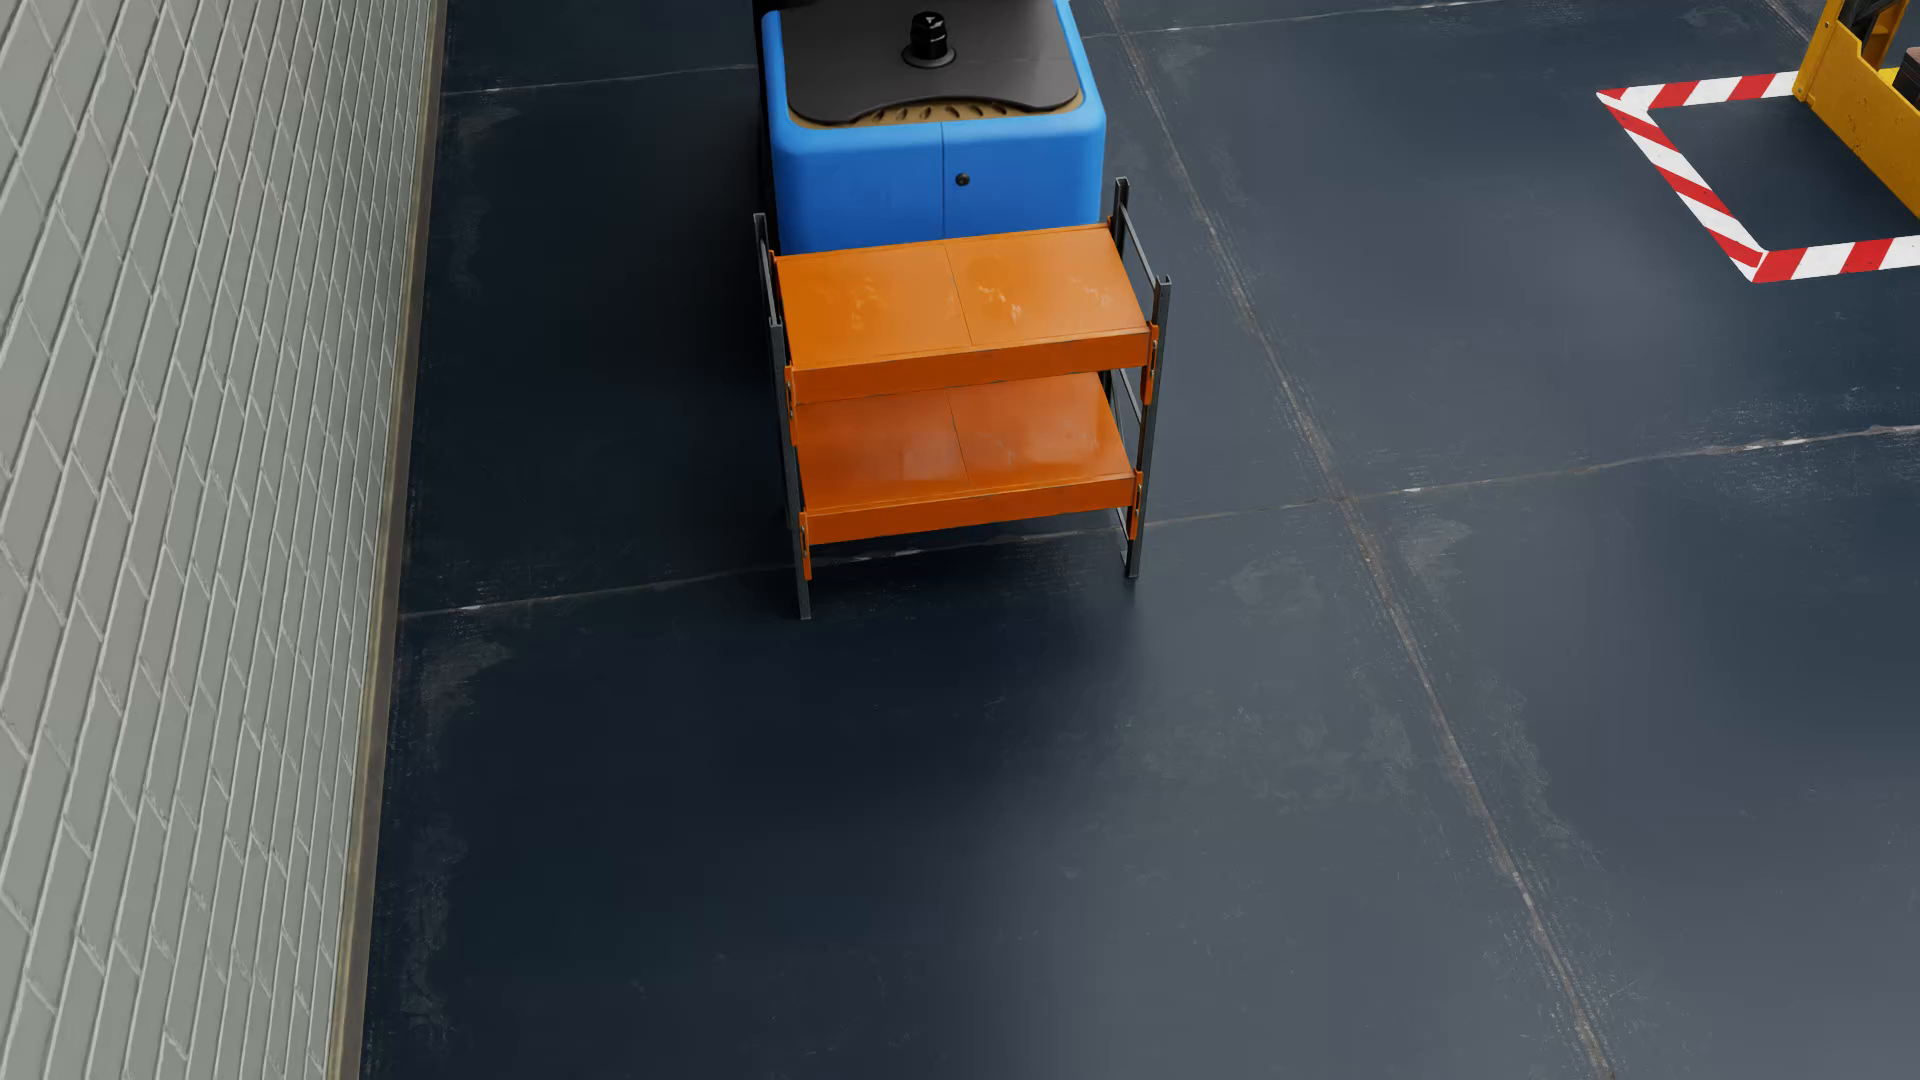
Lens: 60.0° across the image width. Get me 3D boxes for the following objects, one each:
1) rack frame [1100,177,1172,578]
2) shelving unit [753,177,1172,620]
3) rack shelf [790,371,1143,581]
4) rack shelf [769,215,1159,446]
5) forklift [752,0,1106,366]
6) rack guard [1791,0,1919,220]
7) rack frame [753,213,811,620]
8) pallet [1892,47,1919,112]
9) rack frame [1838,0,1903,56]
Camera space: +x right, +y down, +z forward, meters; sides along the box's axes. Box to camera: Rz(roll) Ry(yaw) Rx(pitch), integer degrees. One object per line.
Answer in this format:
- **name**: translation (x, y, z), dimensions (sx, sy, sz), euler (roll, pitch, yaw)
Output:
- **rack frame**: translation (0.494, -0.452, 4.904), dimensions (0.032, 1.125, 0.500), euler (-7, 46, -7)
- **shelving unit**: translation (-0.007, -0.389, 4.844), dimensions (1.048, 1.125, 0.538), euler (-7, 46, -7)
- **rack shelf**: translation (-0.007, -0.220, 5.020), dimensions (1.000, 0.278, 0.538), euler (-7, 46, -7)
- **rack shelf**: translation (-0.007, -0.593, 4.633), dimensions (1.000, 0.278, 0.538), euler (-7, 46, -7)
- **forklift**: translation (-0.231, -2.554, 5.675), dimensions (1.130, 2.935, 3.031), euler (-5, 46, -5)
- **rack guard**: translation (3.805, -1.723, 6.563), dimensions (0.348, 0.500, 1.175), euler (-7, 46, -7)
- **rack frame**: translation (-0.508, -0.327, 4.784), dimensions (0.032, 1.125, 0.500), euler (-7, 46, -7)
- **pallet**: translation (4.611, -1.697, 6.739), dimensions (1.213, 0.211, 1.003), euler (-7, 46, -7)
- **rack frame**: translation (3.730, -2.581, 5.654), dimensions (0.127, 3.000, 1.000), euler (-7, 46, -7)
